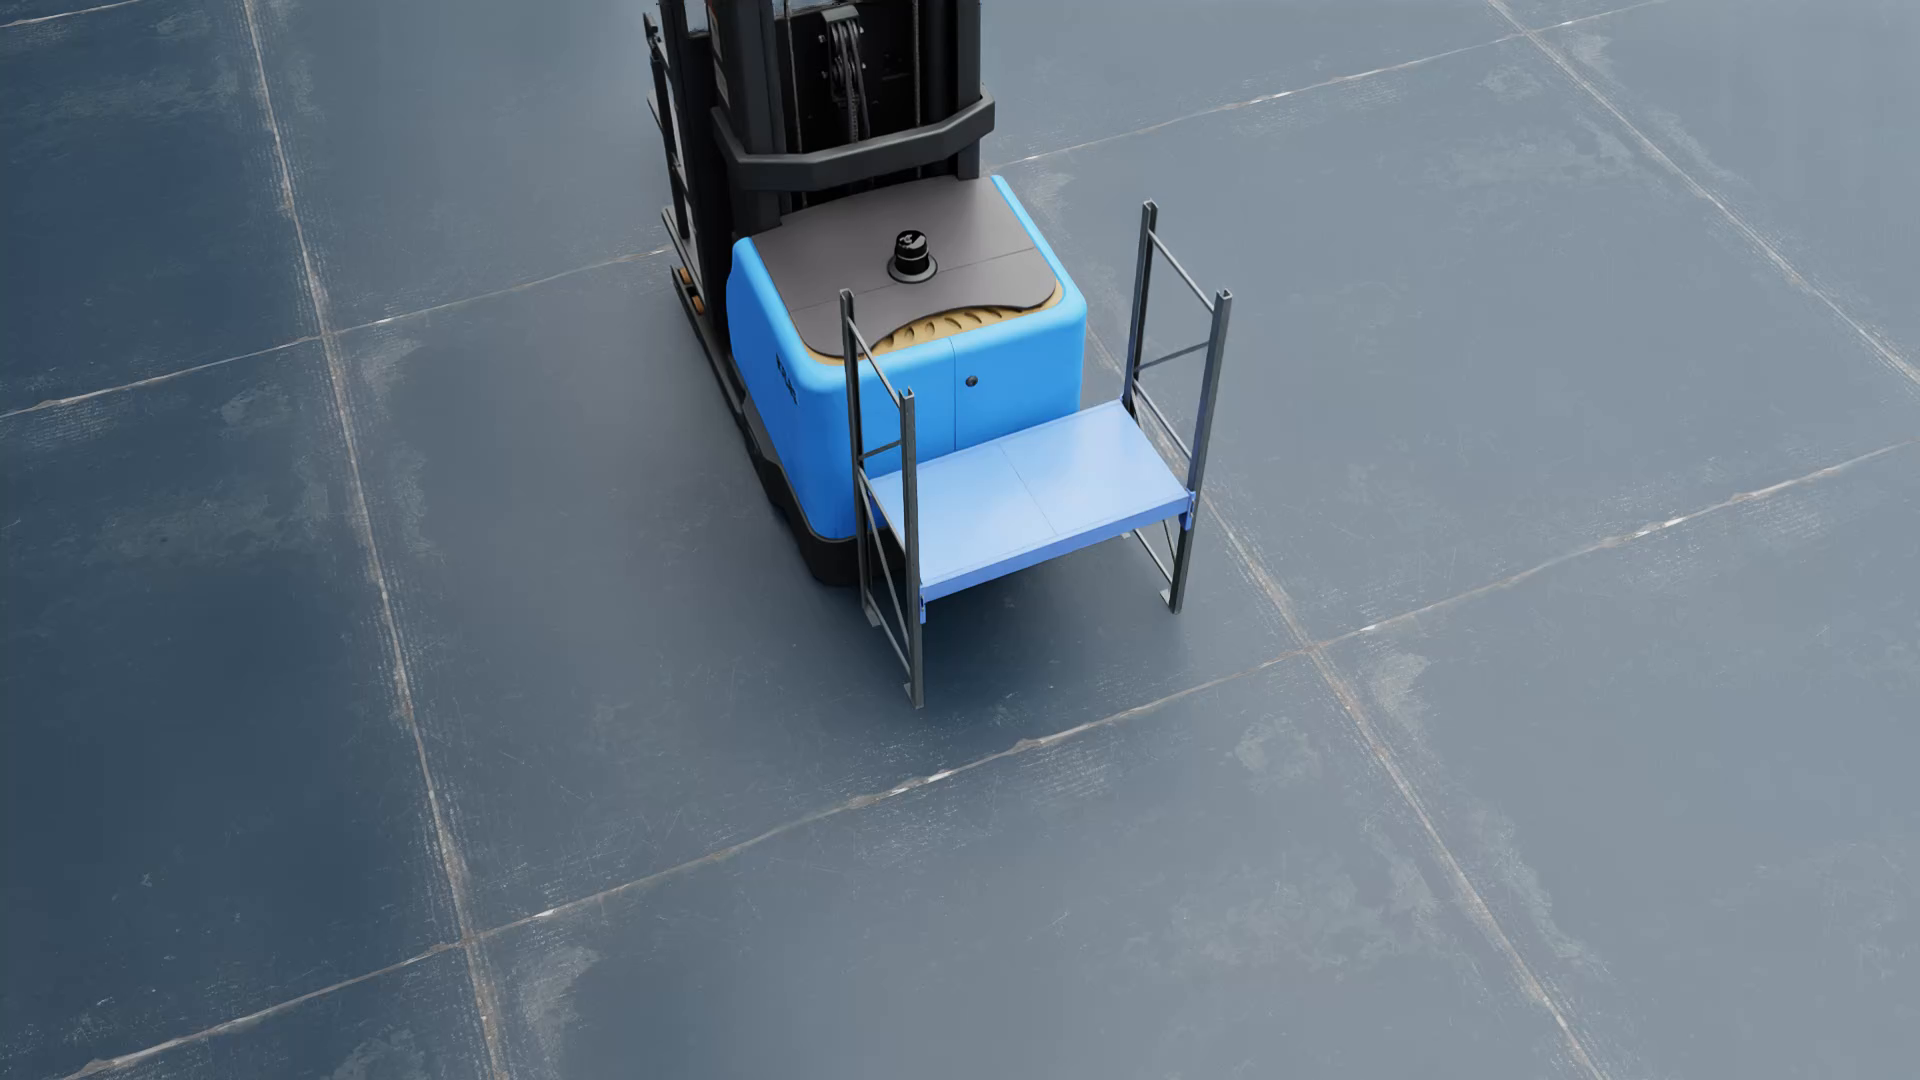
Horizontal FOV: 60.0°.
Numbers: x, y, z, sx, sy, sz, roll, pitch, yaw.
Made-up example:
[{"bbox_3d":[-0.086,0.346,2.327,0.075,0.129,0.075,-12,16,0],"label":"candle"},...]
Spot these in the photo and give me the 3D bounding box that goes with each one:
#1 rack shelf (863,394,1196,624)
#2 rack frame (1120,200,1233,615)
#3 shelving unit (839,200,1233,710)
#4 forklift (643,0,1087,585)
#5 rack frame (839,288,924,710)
[{"bbox_3d":[0.223,-0.120,5.602,1.000,0.185,0.538,-19,52,-15],"label":"rack shelf"},{"bbox_3d":[0.686,-0.396,5.601,0.032,1.500,0.500,-19,52,-15],"label":"rack frame"},{"bbox_3d":[0.223,-0.237,5.465,1.048,1.500,0.538,-19,52,-15],"label":"shelving unit"},{"bbox_3d":[-0.578,-1.934,5.979,1.130,2.935,3.031,-17,51,-14],"label":"forklift"},{"bbox_3d":[-0.241,-0.079,5.330,0.032,1.500,0.500,-19,52,-15],"label":"rack frame"}]
